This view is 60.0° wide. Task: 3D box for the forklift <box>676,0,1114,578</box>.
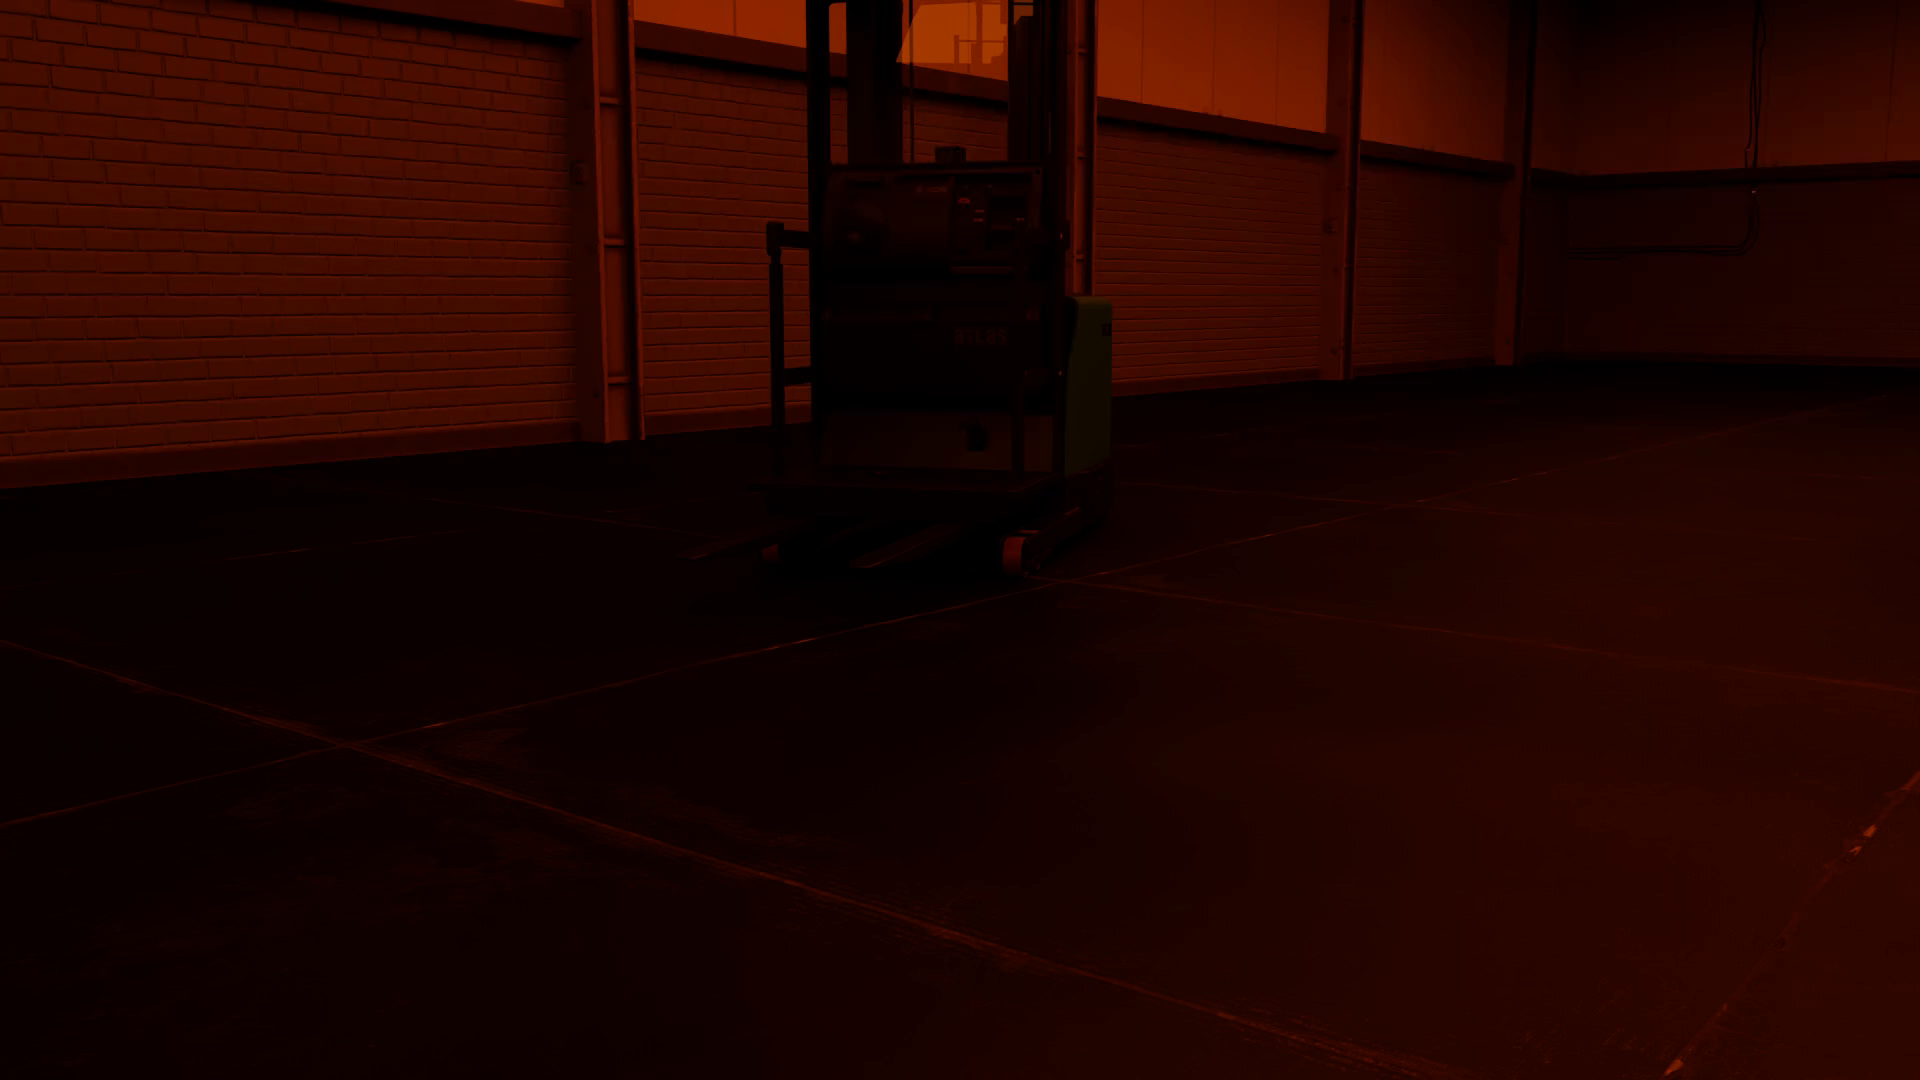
[{"bbox_3d":[-0.176,-1.366,6.616,1.130,2.935,3.031,3,9,17],"label":"forklift"}]
